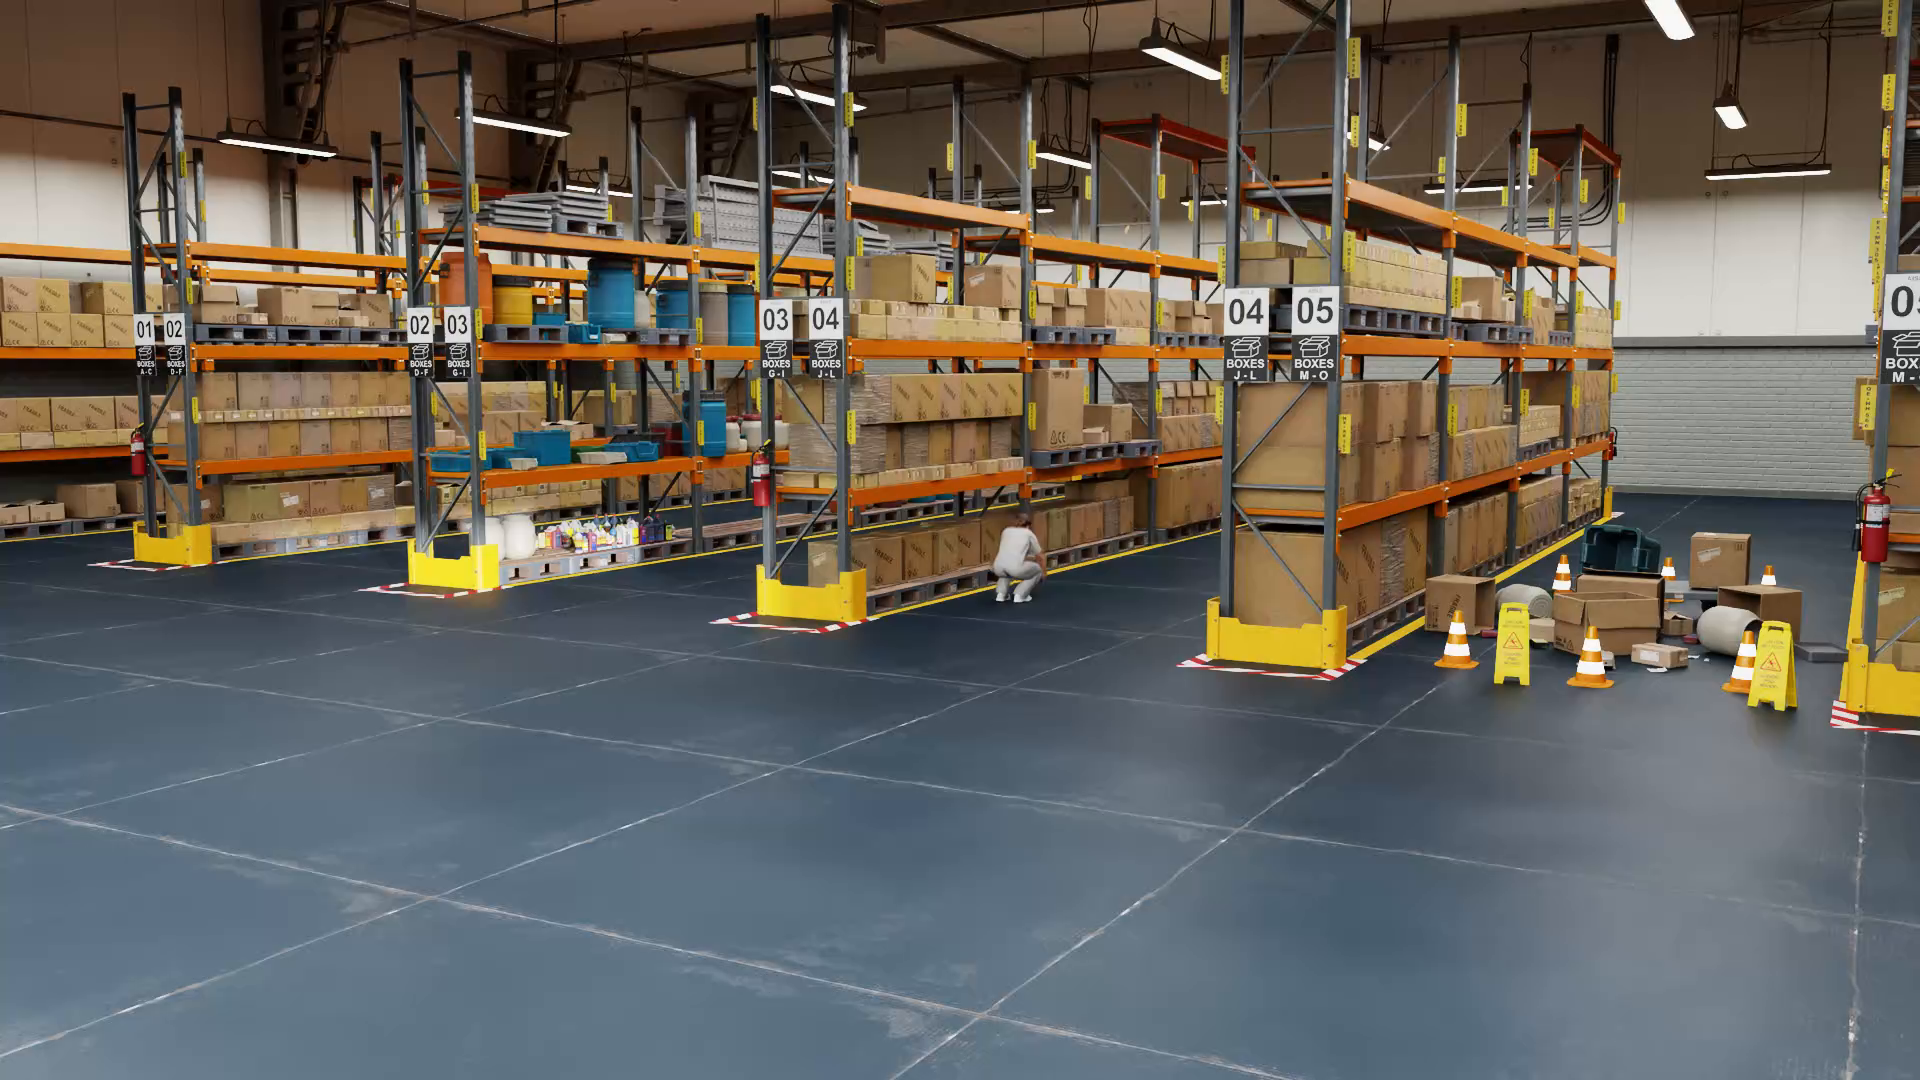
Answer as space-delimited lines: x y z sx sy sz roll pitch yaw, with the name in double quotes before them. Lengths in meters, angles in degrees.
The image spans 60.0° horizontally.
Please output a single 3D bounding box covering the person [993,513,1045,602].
"person" 0.635 0.187 18.124 0.479 0.935 0.800 3 7 28
